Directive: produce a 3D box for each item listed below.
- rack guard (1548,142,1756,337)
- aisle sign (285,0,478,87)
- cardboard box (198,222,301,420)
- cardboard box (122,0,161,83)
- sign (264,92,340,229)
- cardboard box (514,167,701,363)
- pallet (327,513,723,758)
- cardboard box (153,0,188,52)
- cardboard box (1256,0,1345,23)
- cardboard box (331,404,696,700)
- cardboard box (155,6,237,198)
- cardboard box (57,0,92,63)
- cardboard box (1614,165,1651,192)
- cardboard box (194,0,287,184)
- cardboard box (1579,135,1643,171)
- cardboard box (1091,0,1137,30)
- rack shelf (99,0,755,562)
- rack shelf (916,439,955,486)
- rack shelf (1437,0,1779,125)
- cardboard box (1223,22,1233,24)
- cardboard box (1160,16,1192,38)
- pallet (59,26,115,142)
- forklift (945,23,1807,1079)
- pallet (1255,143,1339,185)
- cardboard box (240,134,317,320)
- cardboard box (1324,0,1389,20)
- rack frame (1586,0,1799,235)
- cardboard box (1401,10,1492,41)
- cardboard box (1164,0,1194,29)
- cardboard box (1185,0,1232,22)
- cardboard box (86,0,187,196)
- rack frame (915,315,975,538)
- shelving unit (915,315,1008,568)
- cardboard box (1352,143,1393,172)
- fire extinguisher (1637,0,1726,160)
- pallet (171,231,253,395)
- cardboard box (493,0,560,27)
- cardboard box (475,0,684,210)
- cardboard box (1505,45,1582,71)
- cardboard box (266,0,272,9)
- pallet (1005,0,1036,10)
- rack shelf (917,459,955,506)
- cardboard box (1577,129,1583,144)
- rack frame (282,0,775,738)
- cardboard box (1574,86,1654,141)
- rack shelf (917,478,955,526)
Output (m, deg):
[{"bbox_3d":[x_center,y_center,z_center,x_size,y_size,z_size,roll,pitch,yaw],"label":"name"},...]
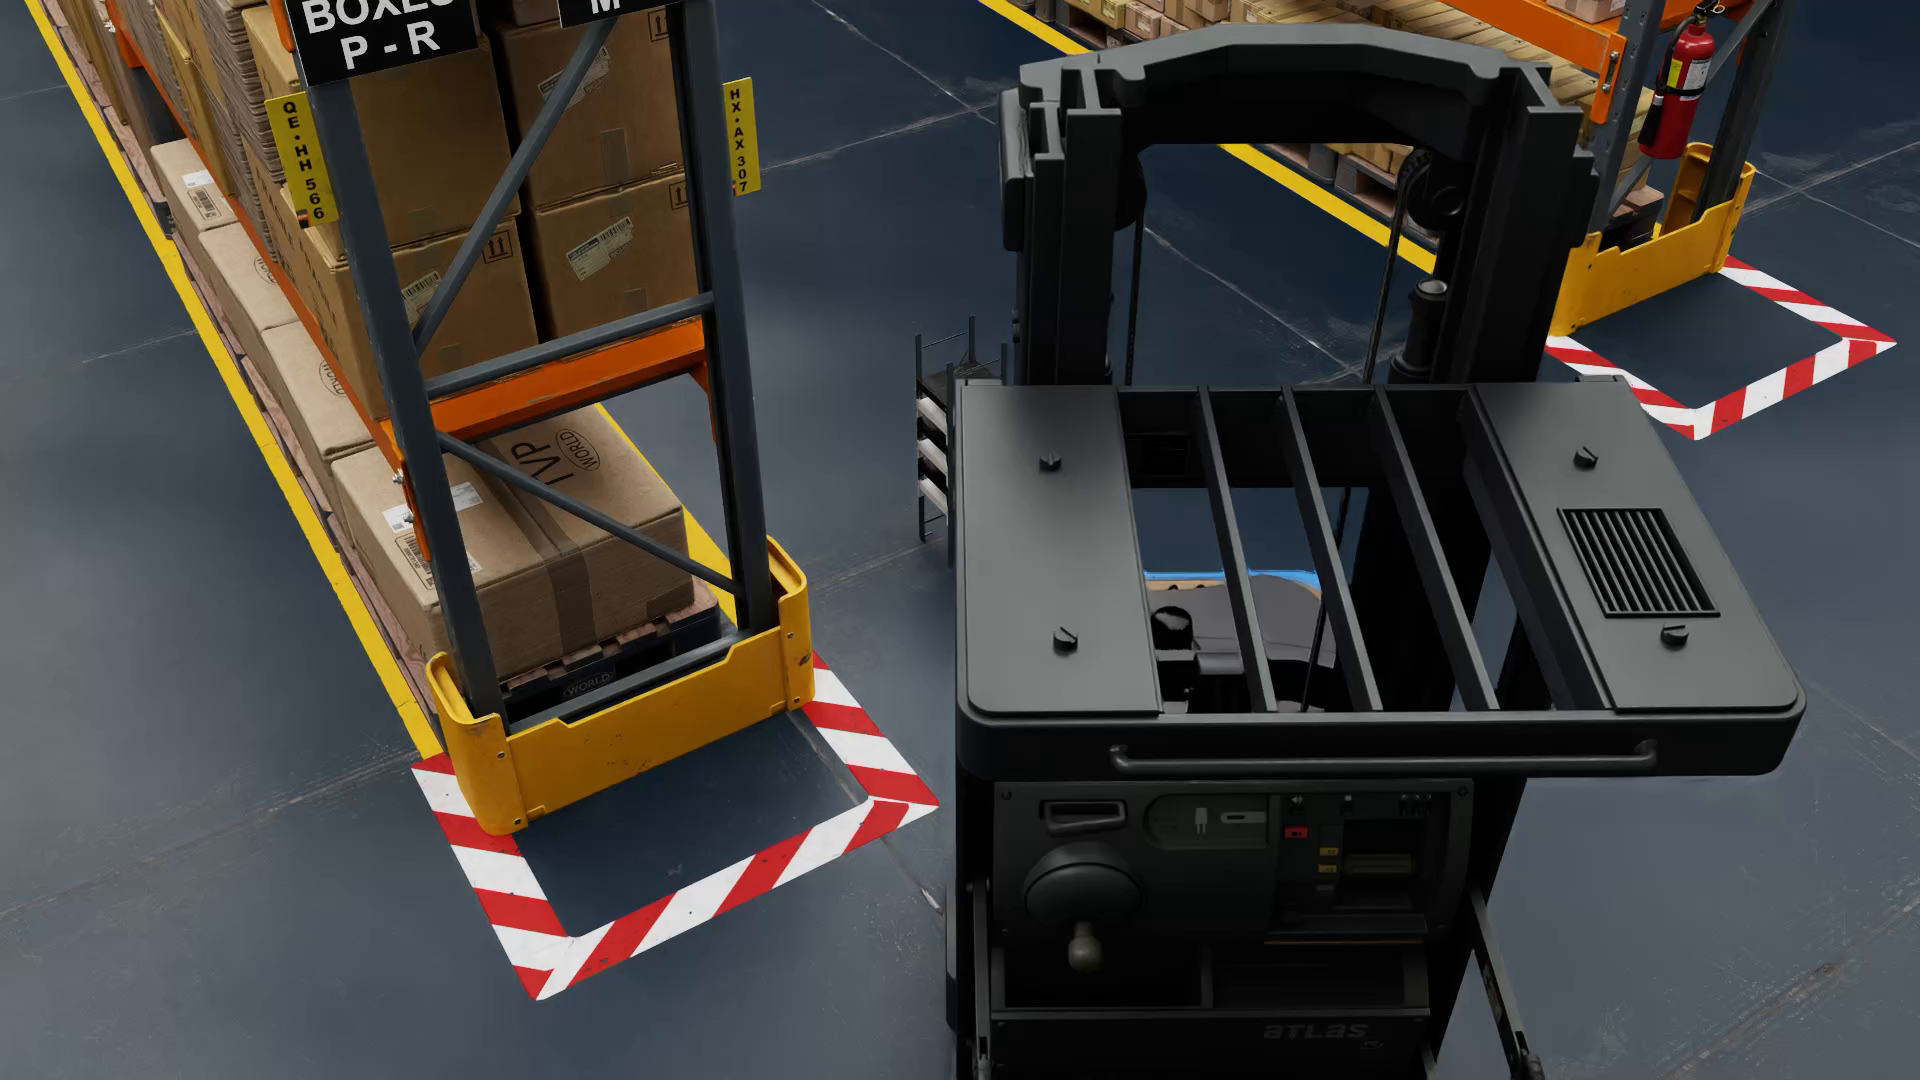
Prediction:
[{"bbox_3d":[3.016,-1.364,7.497,1.175,0.500,0.348,-22,45,-24],"label":"rack guard"},{"bbox_3d":[-1.285,-1.378,3.530,0.394,0.787,0.004,-22,45,-24],"label":"aisle sign"},{"bbox_3d":[-2.484,-1.002,6.783,0.875,0.438,0.875,-24,45,-26],"label":"cardboard box"},{"bbox_3d":[-2.915,-2.106,6.356,0.500,0.500,0.500,-22,45,-24],"label":"cardboard box"},{"bbox_3d":[-1.528,-0.882,3.875,0.100,0.325,0.005,-22,45,-24],"label":"sign"},{"bbox_3d":[-1.079,-0.921,4.935,0.500,0.500,0.500,-23,45,-25],"label":"cardboard box"},{"bbox_3d":[-1.559,0.141,5.915,1.003,0.211,1.213,-22,45,-24],"label":"pallet"},{"bbox_3d":[-2.360,-1.938,5.374,0.500,0.500,0.500,-23,45,-25],"label":"cardboard box"},{"bbox_3d":[1.735,-2.628,8.494,0.380,0.149,0.250,-22,45,-24],"label":"cardboard box"},{"bbox_3d":[-1.502,-0.024,5.609,0.875,0.438,0.875,-24,45,-26],"label":"cardboard box"},{"bbox_3d":[-2.376,-1.557,5.698,0.500,0.500,0.500,-21,44,-23],"label":"cardboard box"},{"bbox_3d":[-4.587,-3.304,9.203,0.875,0.875,0.875,-22,44,-24],"label":"cardboard box"},{"bbox_3d":[3.045,-1.743,7.897,0.380,0.149,0.250,-21,44,-24],"label":"cardboard box"},{"bbox_3d":[-1.828,-1.398,4.725,0.500,0.500,0.500,-22,45,-24],"label":"cardboard box"},{"bbox_3d":[2.991,-1.835,7.776,0.380,0.149,0.250,-20,44,-23],"label":"cardboard box"},{"bbox_3d":[0.974,-3.058,9.476,0.380,0.149,0.250,-21,44,-23],"label":"cardboard box"},{"bbox_3d":[-2.138,-1.328,6.063,1.077,0.370,4.000,-22,45,-24],"label":"rack shelf"},{"bbox_3d":[0.004,-0.316,5.978,0.258,0.077,0.200,-22,45,-24],"label":"rack shelf"},{"bbox_3d":[1.981,-3.087,8.173,1.077,0.370,4.000,-22,45,-24],"label":"rack shelf"},{"bbox_3d":[1.557,-2.631,8.731,0.380,0.149,0.250,-23,45,-25],"label":"cardboard box"},{"bbox_3d":[1.330,-2.822,9.192,0.380,0.149,0.250,-23,45,-25],"label":"cardboard box"},{"bbox_3d":[-4.352,-2.663,9.280,1.003,0.211,1.213,-22,45,-24],"label":"pallet"},{"bbox_3d":[0.535,0.721,3.095,1.130,2.935,3.031,0,40,0],"label":"forklift"},{"bbox_3d":[1.957,-2.362,8.919,1.003,0.211,1.213,-22,45,-24],"label":"pallet"},{"bbox_3d":[-1.802,-1.009,5.040,0.500,0.500,0.500,-23,45,-25],"label":"cardboard box"},{"bbox_3d":[2.121,-2.784,8.682,0.380,0.149,0.250,-22,45,-24],"label":"cardboard box"},{"bbox_3d":[3.057,-2.284,6.647,1.000,3.000,0.127,-22,45,-24],"label":"rack frame"},{"bbox_3d":[2.440,-2.524,8.370,0.380,0.149,0.250,-20,44,-23],"label":"cardboard box"},{"bbox_3d":[1.347,-2.946,9.108,0.380,0.149,0.250,-25,46,-26],"label":"cardboard box"},{"bbox_3d":[1.419,-2.893,8.813,0.380,0.149,0.250,-21,44,-24],"label":"cardboard box"},{"bbox_3d":[-3.614,-2.336,8.042,0.875,0.875,0.875,-21,44,-23],"label":"cardboard box"},{"bbox_3d":[-0.050,-0.396,6.023,0.240,0.900,0.006,-22,45,-24],"label":"rack frame"},{"bbox_3d":[0.004,-0.341,5.957,0.258,0.900,0.210,-22,45,-24],"label":"shelving unit"},{"bbox_3d":[2.161,-1.967,8.166,0.380,0.149,0.250,-22,44,-24],"label":"cardboard box"},{"bbox_3d":[2.803,-1.816,6.438,0.296,0.674,0.183,-22,45,-24],"label":"fire extinguisher"},{"bbox_3d":[-2.871,-1.176,7.496,1.003,0.211,1.213,-22,45,-24],"label":"pallet"},{"bbox_3d":[-1.020,-1.484,4.322,0.380,0.149,0.250,-21,44,-24],"label":"cardboard box"},{"bbox_3d":[-1.081,-1.305,4.614,0.500,0.500,0.500,-23,45,-25],"label":"cardboard box"},{"bbox_3d":[2.784,-2.265,8.060,0.380,0.149,0.250,-22,45,-25],"label":"cardboard box"},{"bbox_3d":[-1.581,-1.450,4.282,0.380,0.149,0.250,-21,44,-24],"label":"cardboard box"},{"bbox_3d":[0.486,-3.791,10.635,1.003,0.211,1.213,-22,45,-24],"label":"pallet"},{"bbox_3d":[0.004,-0.247,6.036,0.258,0.077,0.200,-22,45,-24],"label":"rack shelf"},{"bbox_3d":[2.558,-1.777,7.473,0.380,0.149,0.250,-22,44,-24],"label":"cardboard box"},{"bbox_3d":[-1.063,-0.525,4.537,1.000,3.000,0.127,-22,45,-24],"label":"rack frame"},{"bbox_3d":[3.061,-1.978,7.715,0.380,0.149,0.250,-24,46,-26],"label":"cardboard box"},{"bbox_3d":[0.004,-0.177,6.093,0.258,0.077,0.200,-22,45,-24],"label":"rack shelf"}]
